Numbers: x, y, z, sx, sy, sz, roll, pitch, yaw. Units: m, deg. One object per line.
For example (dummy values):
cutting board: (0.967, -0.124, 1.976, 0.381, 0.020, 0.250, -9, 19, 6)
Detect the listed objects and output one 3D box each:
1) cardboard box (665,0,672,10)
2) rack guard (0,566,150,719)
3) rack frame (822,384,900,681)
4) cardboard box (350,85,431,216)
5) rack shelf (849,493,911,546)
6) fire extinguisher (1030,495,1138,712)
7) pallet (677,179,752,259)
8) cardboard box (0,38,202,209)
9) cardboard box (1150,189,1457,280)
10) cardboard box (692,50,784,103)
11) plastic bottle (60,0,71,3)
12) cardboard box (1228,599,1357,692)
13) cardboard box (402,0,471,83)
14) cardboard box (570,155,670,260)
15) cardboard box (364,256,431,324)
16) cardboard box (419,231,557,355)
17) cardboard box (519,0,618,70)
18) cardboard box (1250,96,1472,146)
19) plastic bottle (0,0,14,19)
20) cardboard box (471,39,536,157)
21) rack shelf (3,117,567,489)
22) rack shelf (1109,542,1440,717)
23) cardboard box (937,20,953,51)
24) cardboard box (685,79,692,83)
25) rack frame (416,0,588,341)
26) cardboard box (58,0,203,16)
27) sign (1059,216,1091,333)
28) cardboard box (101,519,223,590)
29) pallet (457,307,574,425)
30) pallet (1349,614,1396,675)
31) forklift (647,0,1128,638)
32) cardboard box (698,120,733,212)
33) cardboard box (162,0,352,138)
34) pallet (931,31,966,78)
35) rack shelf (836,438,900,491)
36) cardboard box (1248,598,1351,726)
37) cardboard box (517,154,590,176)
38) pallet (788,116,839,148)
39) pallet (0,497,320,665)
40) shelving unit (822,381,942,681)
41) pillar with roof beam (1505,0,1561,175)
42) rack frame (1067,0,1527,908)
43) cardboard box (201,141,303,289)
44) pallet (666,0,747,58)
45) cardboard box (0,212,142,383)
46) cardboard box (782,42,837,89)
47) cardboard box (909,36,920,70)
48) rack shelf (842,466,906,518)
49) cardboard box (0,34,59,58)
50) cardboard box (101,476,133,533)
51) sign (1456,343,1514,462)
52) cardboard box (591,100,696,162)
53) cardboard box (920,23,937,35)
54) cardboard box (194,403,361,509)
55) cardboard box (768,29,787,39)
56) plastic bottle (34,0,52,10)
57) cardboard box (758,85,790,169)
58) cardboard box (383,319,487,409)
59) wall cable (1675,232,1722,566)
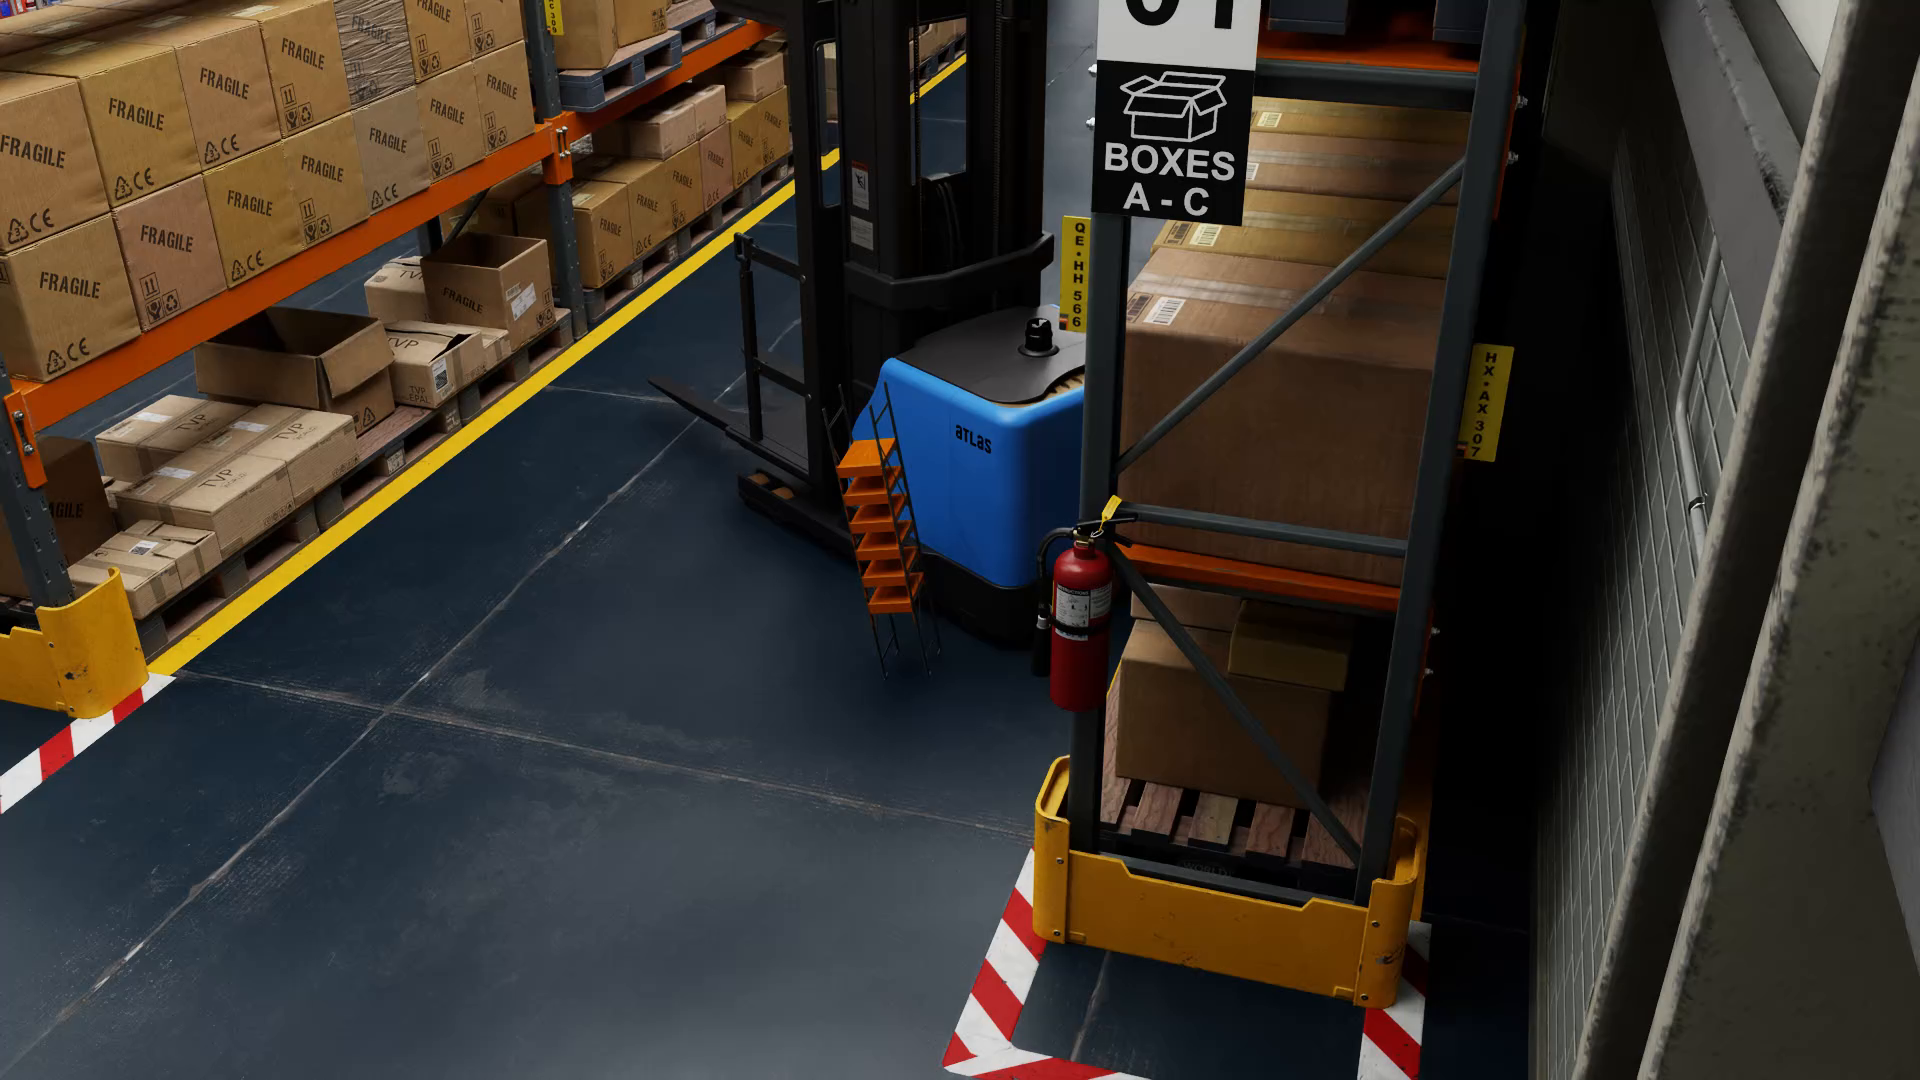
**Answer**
cardboard box: (-2.265, -3.647, 10.685, 0.700, 0.500, 0.500, 1, 29, 2)
rack guard: (-3.877, 0.326, 6.649, 1.175, 0.500, 0.348, 8, 30, 15)
rack frame: (-0.383, -0.014, 6.558, 0.006, 1.200, 0.240, -3, 28, 15)
cardboard box: (-2.925, -1.885, 7.951, 0.500, 0.500, 0.500, 9, 30, 16)
rack shelf: (-0.307, -0.085, 6.499, 0.180, 0.103, 0.258, -3, 28, 15)
fire extinguisher: (0.352, 0.176, 4.812, 0.296, 0.674, 0.183, 8, 30, 15)
pallet: (-2.166, -2.323, 11.709, 1.003, 0.211, 1.213, 8, 30, 15)
cardboard box: (-3.370, -1.624, 6.452, 0.500, 0.500, 0.500, 9, 30, 15)
cardboard box: (1.181, -0.735, 5.677, 0.980, 0.700, 0.700, 8, 30, 14)
cardboard box: (-1.613, -3.381, 12.090, 0.500, 0.250, 0.500, 10, 31, 17)
plastic bottle: (-6.530, -4.036, 12.052, 0.097, 0.271, 0.097, 0, 29, 0)
cardboard box: (1.102, 0.347, 5.513, 0.380, 0.149, 0.250, 9, 30, 15)
cardboard box: (-2.774, -2.560, 8.134, 0.500, 0.500, 0.500, 8, 30, 14)
cardboard box: (-2.204, -2.129, 10.610, 0.500, 0.500, 0.500, 9, 30, 16)
cardboard box: (-3.055, -1.443, 9.571, 0.500, 0.311, 0.500, 8, 30, 15)
cardboard box: (-2.621, -1.384, 9.271, 0.500, 0.500, 0.500, 8, 30, 15)
cardboard box: (-2.372, -3.005, 9.531, 0.700, 0.500, 0.500, -1, 29, -2)
cardboard box: (1.617, -1.427, 6.922, 0.980, 0.700, 0.700, 8, 30, 14)
plastic bottle: (-6.683, -3.769, 11.560, 0.061, 0.283, 0.133, 8, 30, 15)
cardboard box: (-2.626, -2.364, 8.812, 0.500, 0.500, 0.500, 9, 30, 16)
rack shelf: (-3.312, -1.346, 7.823, 1.077, 0.370, 4.000, 8, 30, 15)
rack shelf: (1.425, -0.641, 6.556, 1.077, 0.370, 4.000, 8, 30, 15)
cardboard box: (-0.371, -4.820, 15.726, 0.500, 0.250, 0.500, 8, 30, 14)
cardboard box: (-2.106, -3.133, 12.416, 0.500, 0.500, 0.500, 7, 30, 13)
rack frame: (-2.725, -2.590, 9.319, 1.000, 3.000, 0.127, 8, 30, 15)
cardboard box: (-3.585, -2.173, 7.438, 0.500, 0.500, 0.500, 9, 30, 16)
sign: (0.323, -0.719, 4.522, 0.100, 0.325, 0.005, 8, 30, 15)
cardboard box: (-3.374, 0.054, 7.030, 0.380, 0.166, 0.250, 8, 30, 15)
pallet: (-2.927, -1.052, 9.424, 1.003, 0.211, 1.213, 8, 30, 15)
pallet: (1.357, 0.245, 7.092, 1.003, 0.211, 1.213, 8, 30, 15)
forklift: (-0.416, -1.509, 7.447, 1.130, 2.935, 3.031, -23, 37, -35)
cardboard box: (-1.901, -2.595, 11.448, 0.500, 0.500, 0.500, 7, 30, 13)
cardboard box: (-3.071, -2.092, 7.293, 0.500, 0.500, 0.500, 8, 30, 14)
pallet: (-0.556, -4.741, 16.055, 1.003, 0.211, 1.213, 8, 30, 15)
rack shelf: (-0.349, -0.296, 6.392, 0.180, 0.103, 0.258, -3, 28, 15)
cardboard box: (1.094, 0.311, 6.244, 0.700, 0.500, 0.500, 8, 30, 15)
cardboard box: (-2.701, -2.188, 10.717, 0.500, 0.500, 0.500, 9, 30, 15)
pallet: (-1.272, -3.607, 14.017, 1.003, 0.211, 1.213, 8, 30, 15)
pallet: (-3.644, 0.082, 7.386, 1.003, 0.211, 1.213, 8, 30, 15)
shelving unit: (-0.294, -0.019, 6.533, 0.189, 1.200, 0.258, -3, 28, 15)
pillar with roof beam: (0.279, -7.460, 11.903, 9.100, 9.000, 0.400, 8, 30, 15)
rack frame: (0.838, -0.025, 4.710, 1.000, 3.000, 0.127, 8, 30, 15)
cardboard box: (-3.220, -1.416, 7.107, 0.500, 0.500, 0.500, 8, 30, 15)
pallet: (-2.117, -3.460, 11.082, 1.003, 0.211, 1.213, 8, 30, 15)
cardboard box: (-3.517, -0.943, 6.257, 0.500, 0.500, 0.500, 9, 30, 16)
cardboard box: (-1.116, -3.877, 13.453, 0.500, 0.311, 0.500, 10, 30, 17)
cardboard box: (-0.672, -4.346, 14.874, 0.500, 0.250, 0.500, 9, 30, 16)
rack shelf: (-0.328, -0.191, 6.446, 0.180, 0.103, 0.258, -3, 28, 15)
cardboard box: (-3.884, -1.692, 6.575, 0.500, 0.500, 0.500, 9, 30, 16)
cardboard box: (-3.770, -0.148, 7.392, 0.380, 0.166, 0.250, 8, 30, 15)
sign: (1.366, -0.356, 4.333, 0.100, 0.325, 0.005, 8, 30, 15)
cardboard box: (-2.056, -2.672, 10.815, 0.500, 0.250, 0.500, 9, 30, 15)
cardboard box: (-0.517, -4.831, 15.168, 0.500, 0.311, 0.500, 8, 30, 15)
cardboard box: (-3.175, -0.398, 7.756, 0.500, 0.250, 0.500, 8, 30, 15)
cardboard box: (-1.486, -4.196, 14.028, 0.500, 0.311, 0.500, 8, 30, 14)
plastic bottle: (-6.619, -3.943, 11.879, 0.152, 0.276, 0.135, 8, 30, 15)
cardboard box: (-1.601, -3.080, 12.320, 0.500, 0.500, 0.500, 10, 31, 17)
cardboard box: (-2.841, -0.953, 8.691, 0.500, 0.311, 0.500, 8, 30, 15)
wall cable: (1.366, 0.261, 3.151, 0.084, 1.984, 1.851, 8, 30, 15)
